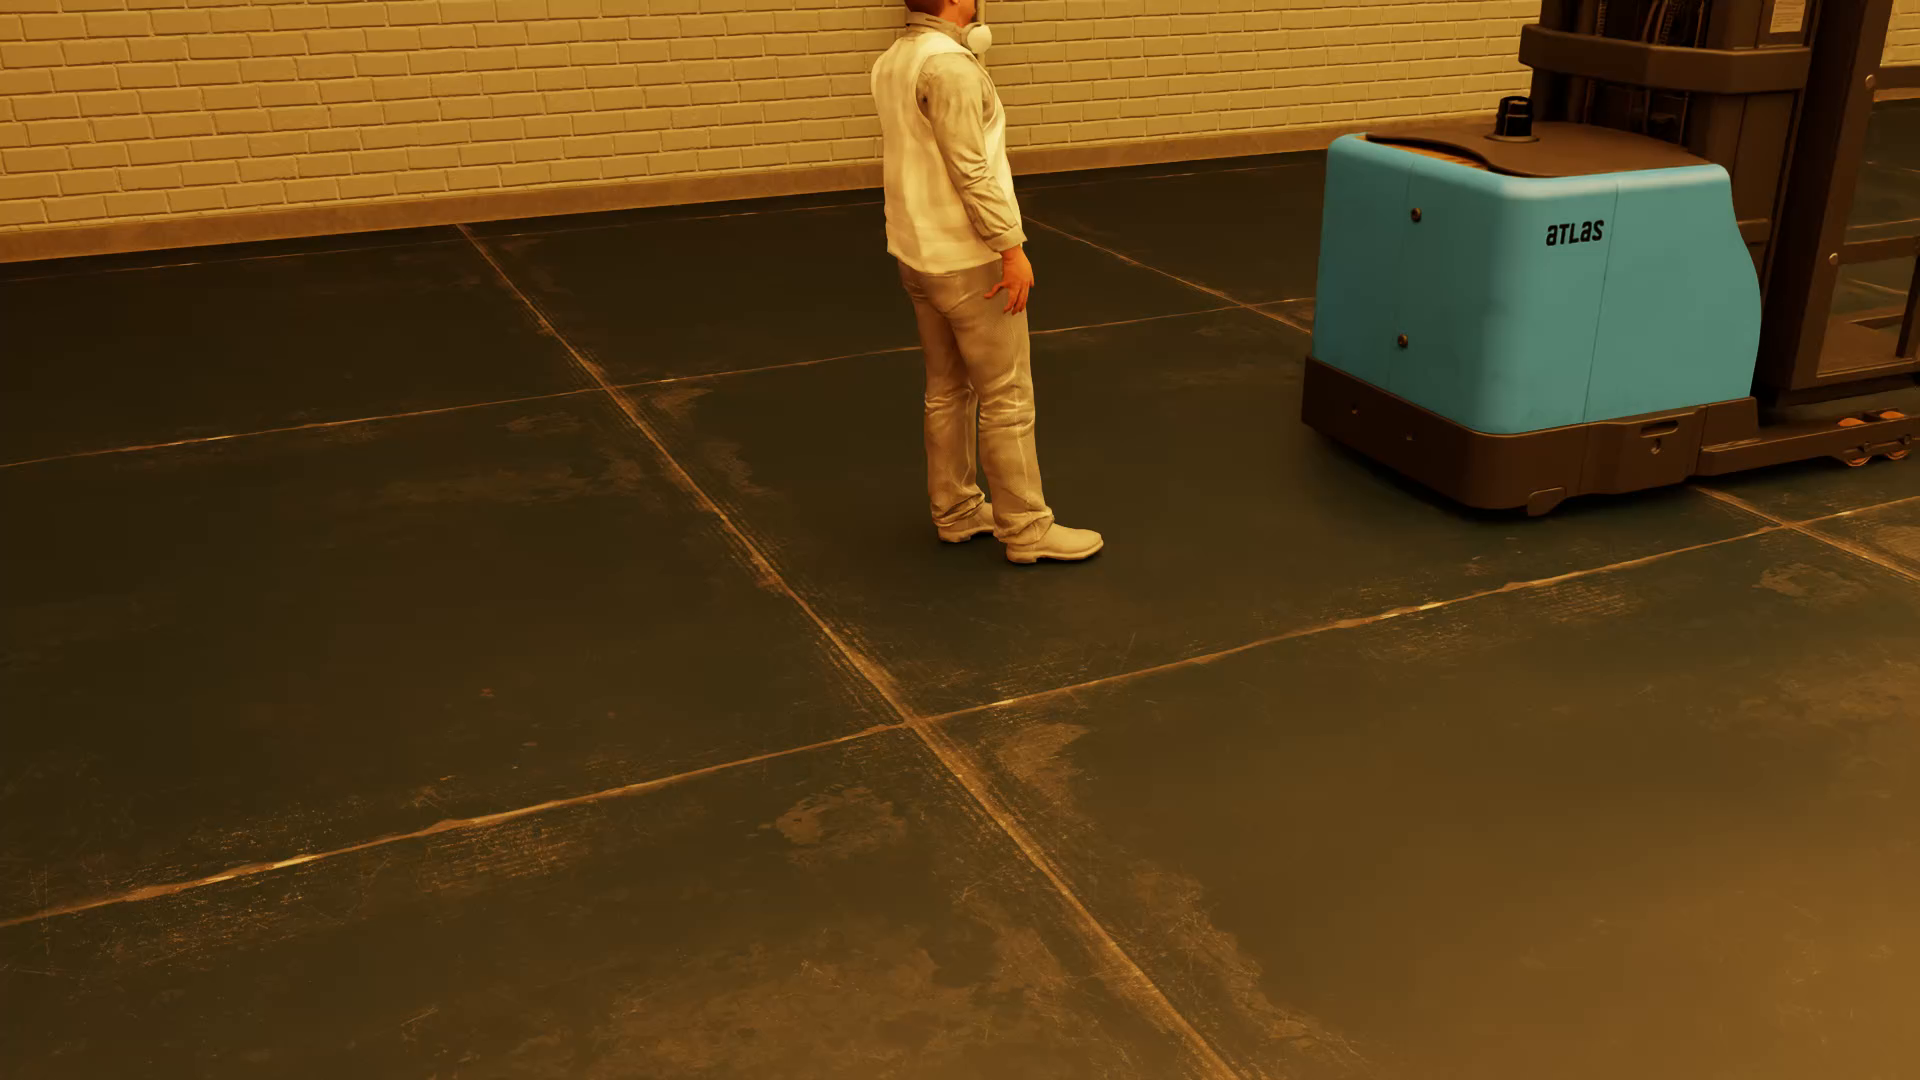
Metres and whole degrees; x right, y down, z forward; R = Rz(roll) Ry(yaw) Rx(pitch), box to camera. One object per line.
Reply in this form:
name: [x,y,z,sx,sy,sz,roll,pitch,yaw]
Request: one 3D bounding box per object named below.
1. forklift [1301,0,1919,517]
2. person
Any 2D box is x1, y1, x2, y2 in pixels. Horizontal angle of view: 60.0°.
forklift: [2.788,-1.780,5.571,3.031,2.935,1.130,-9,24,-21]
person: [0.060,-0.833,4.782,0.566,1.775,0.633,-10,25,-23]
